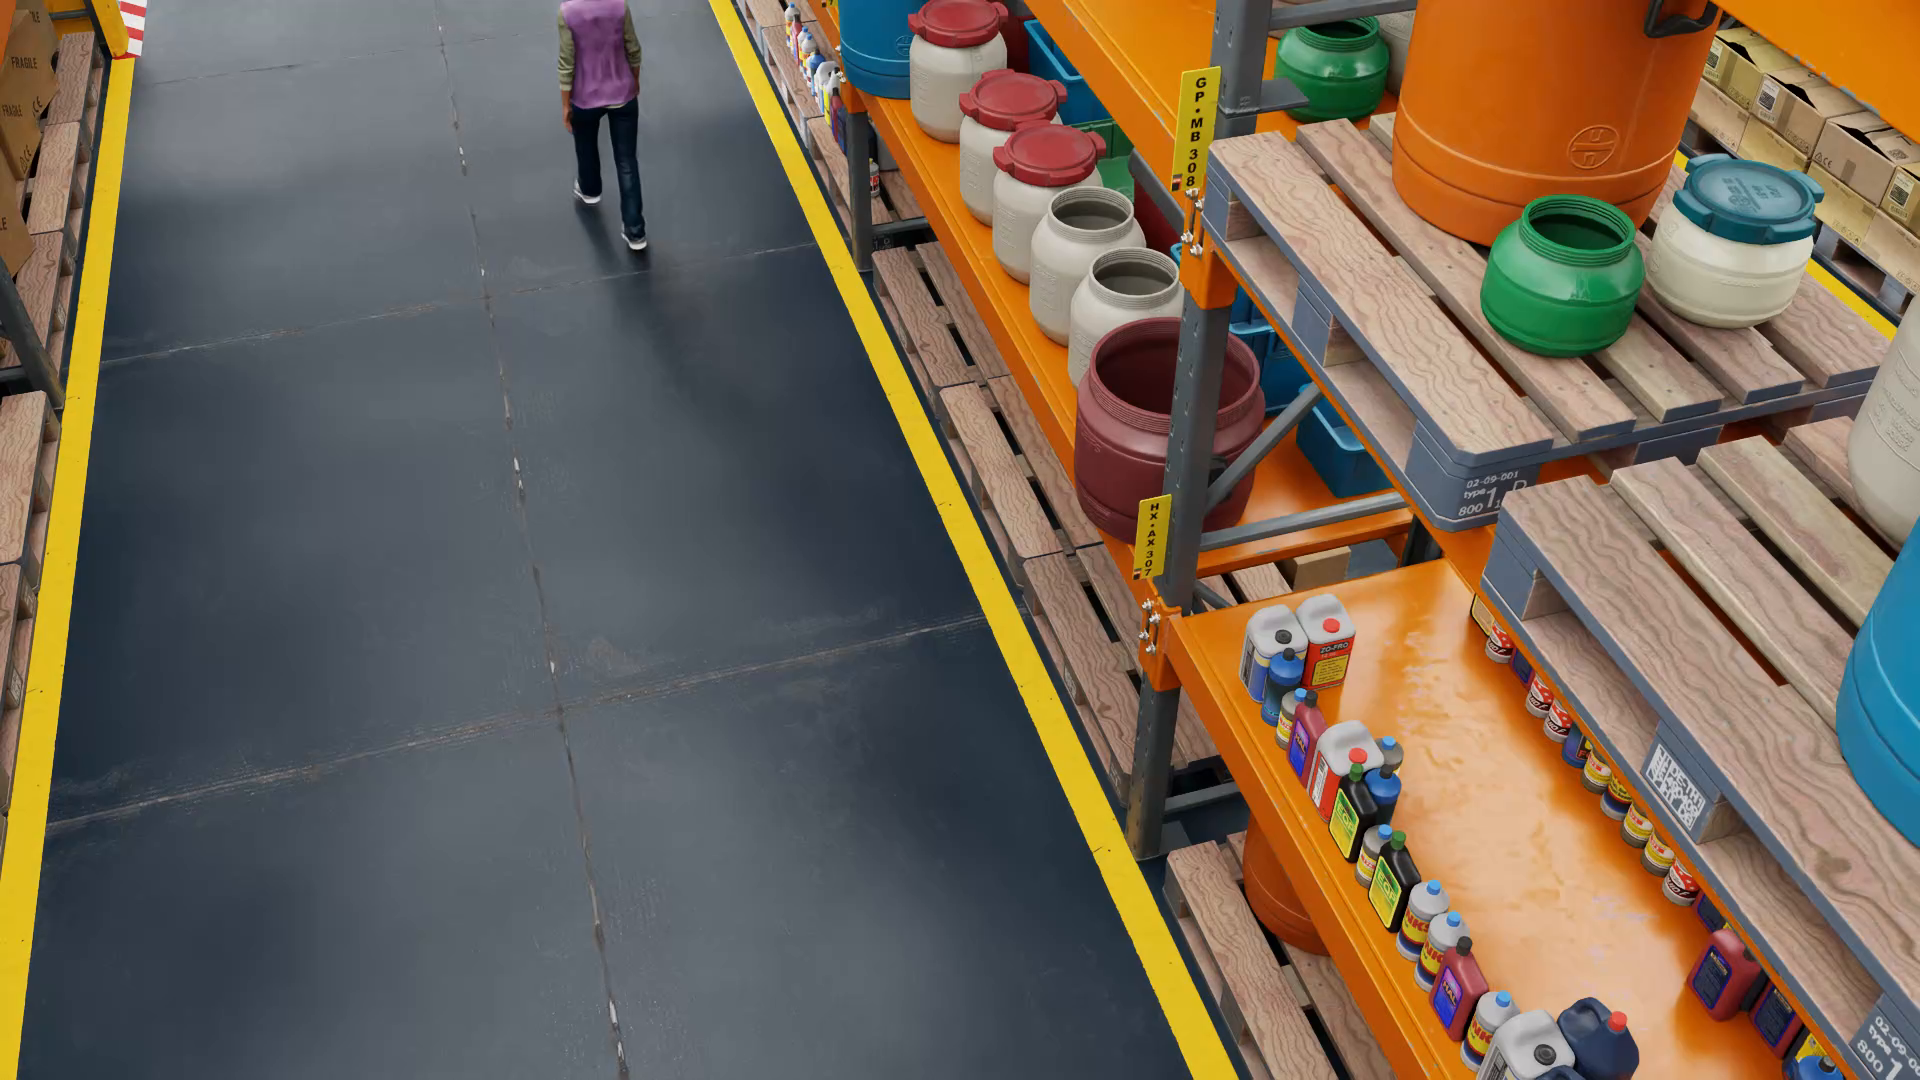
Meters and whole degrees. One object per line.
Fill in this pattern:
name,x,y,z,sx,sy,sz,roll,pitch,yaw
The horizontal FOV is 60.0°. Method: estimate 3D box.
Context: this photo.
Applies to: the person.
person,-1.874,-2.362,8.702,0.456,1.562,0.812,-11,44,-11
